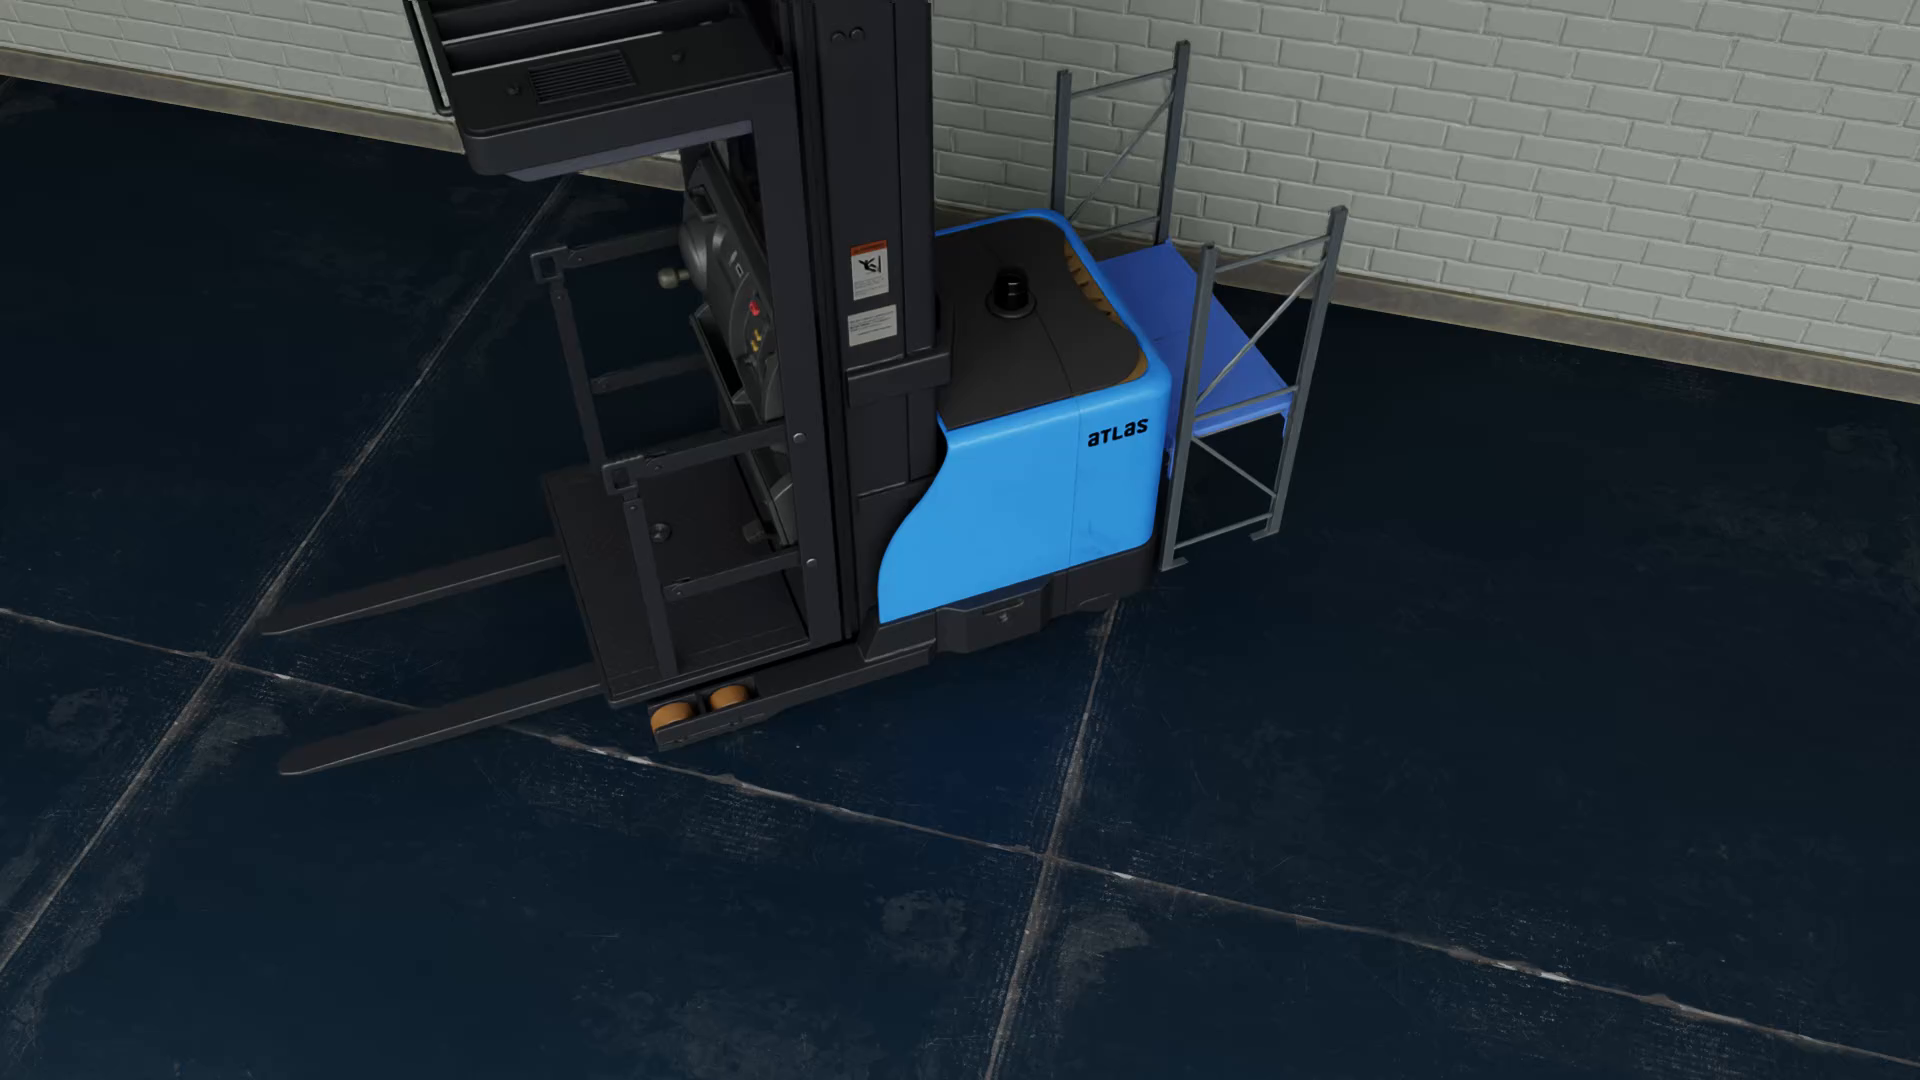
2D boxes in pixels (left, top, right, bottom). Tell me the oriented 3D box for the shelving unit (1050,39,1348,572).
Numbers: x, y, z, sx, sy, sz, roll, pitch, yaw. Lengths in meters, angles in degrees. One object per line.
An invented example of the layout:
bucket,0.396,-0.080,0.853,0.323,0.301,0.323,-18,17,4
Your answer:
shelving unit,0.767,-0.812,5.966,0.538,1.500,1.048,-18,51,-15

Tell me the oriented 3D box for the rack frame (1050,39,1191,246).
rack frame,0.566,-1.162,6.275,0.500,1.500,0.032,-18,51,-15

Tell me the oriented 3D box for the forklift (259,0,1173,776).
forklift,-0.874,-0.717,4.928,3.031,2.935,1.130,-16,51,-14

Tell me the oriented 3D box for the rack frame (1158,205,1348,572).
rack frame,0.968,-0.462,5.657,0.500,1.500,0.032,-18,51,-15

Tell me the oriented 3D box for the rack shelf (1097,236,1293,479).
rack shelf,0.767,-0.693,6.101,0.538,0.185,1.000,-18,51,-15
